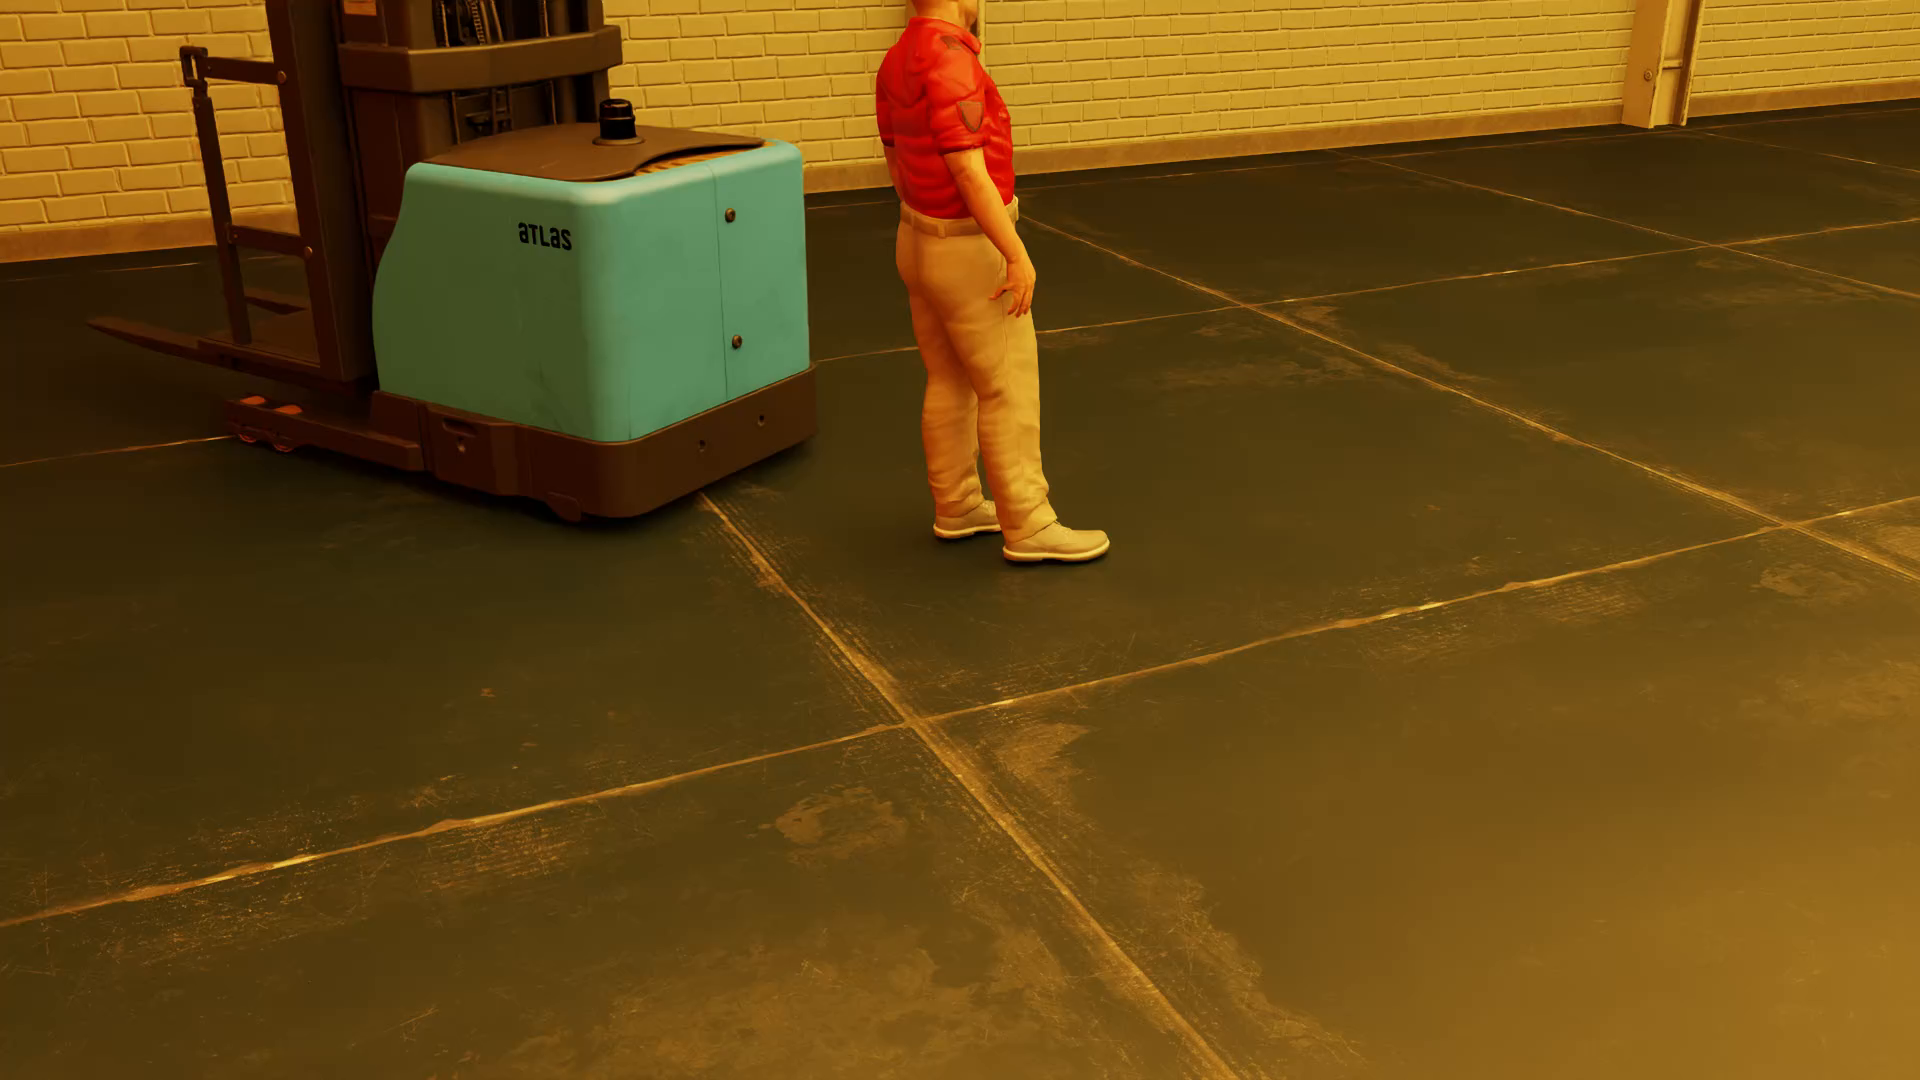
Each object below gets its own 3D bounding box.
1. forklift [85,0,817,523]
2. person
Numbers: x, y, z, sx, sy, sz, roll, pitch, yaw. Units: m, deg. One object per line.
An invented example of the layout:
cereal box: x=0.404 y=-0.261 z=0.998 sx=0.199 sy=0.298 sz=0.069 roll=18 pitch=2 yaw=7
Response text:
forklift: x=-2.023 y=-1.816 z=5.659 sx=3.031 sy=2.935 sz=1.130 roll=14 pitch=26 yaw=29
person: x=0.086 y=-0.816 z=4.798 sx=0.550 sy=1.728 sz=0.641 roll=-10 pitch=25 yaw=-23
